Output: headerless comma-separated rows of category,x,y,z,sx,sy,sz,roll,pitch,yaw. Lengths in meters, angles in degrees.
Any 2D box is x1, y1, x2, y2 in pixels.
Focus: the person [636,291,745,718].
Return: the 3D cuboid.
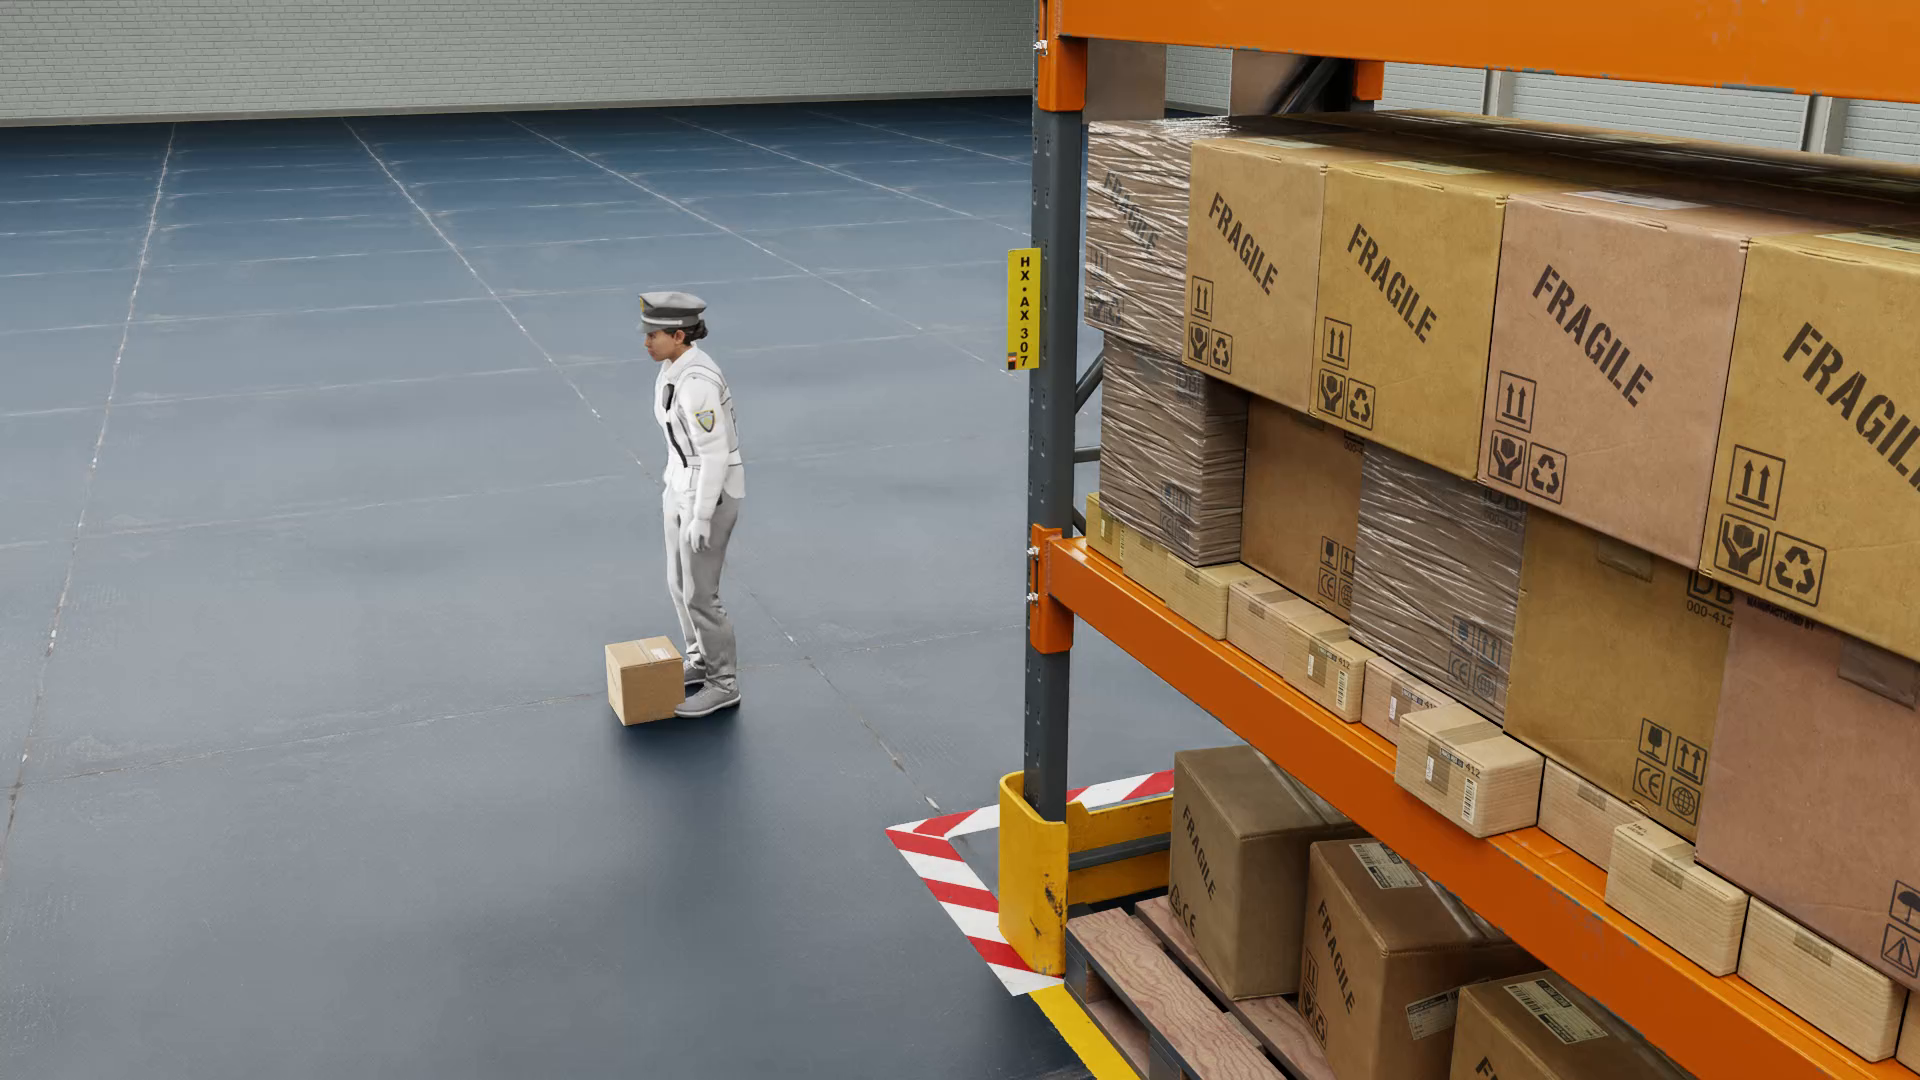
person,-1.034,-0.145,6.481,0.372,1.663,0.529,-8,20,-22
